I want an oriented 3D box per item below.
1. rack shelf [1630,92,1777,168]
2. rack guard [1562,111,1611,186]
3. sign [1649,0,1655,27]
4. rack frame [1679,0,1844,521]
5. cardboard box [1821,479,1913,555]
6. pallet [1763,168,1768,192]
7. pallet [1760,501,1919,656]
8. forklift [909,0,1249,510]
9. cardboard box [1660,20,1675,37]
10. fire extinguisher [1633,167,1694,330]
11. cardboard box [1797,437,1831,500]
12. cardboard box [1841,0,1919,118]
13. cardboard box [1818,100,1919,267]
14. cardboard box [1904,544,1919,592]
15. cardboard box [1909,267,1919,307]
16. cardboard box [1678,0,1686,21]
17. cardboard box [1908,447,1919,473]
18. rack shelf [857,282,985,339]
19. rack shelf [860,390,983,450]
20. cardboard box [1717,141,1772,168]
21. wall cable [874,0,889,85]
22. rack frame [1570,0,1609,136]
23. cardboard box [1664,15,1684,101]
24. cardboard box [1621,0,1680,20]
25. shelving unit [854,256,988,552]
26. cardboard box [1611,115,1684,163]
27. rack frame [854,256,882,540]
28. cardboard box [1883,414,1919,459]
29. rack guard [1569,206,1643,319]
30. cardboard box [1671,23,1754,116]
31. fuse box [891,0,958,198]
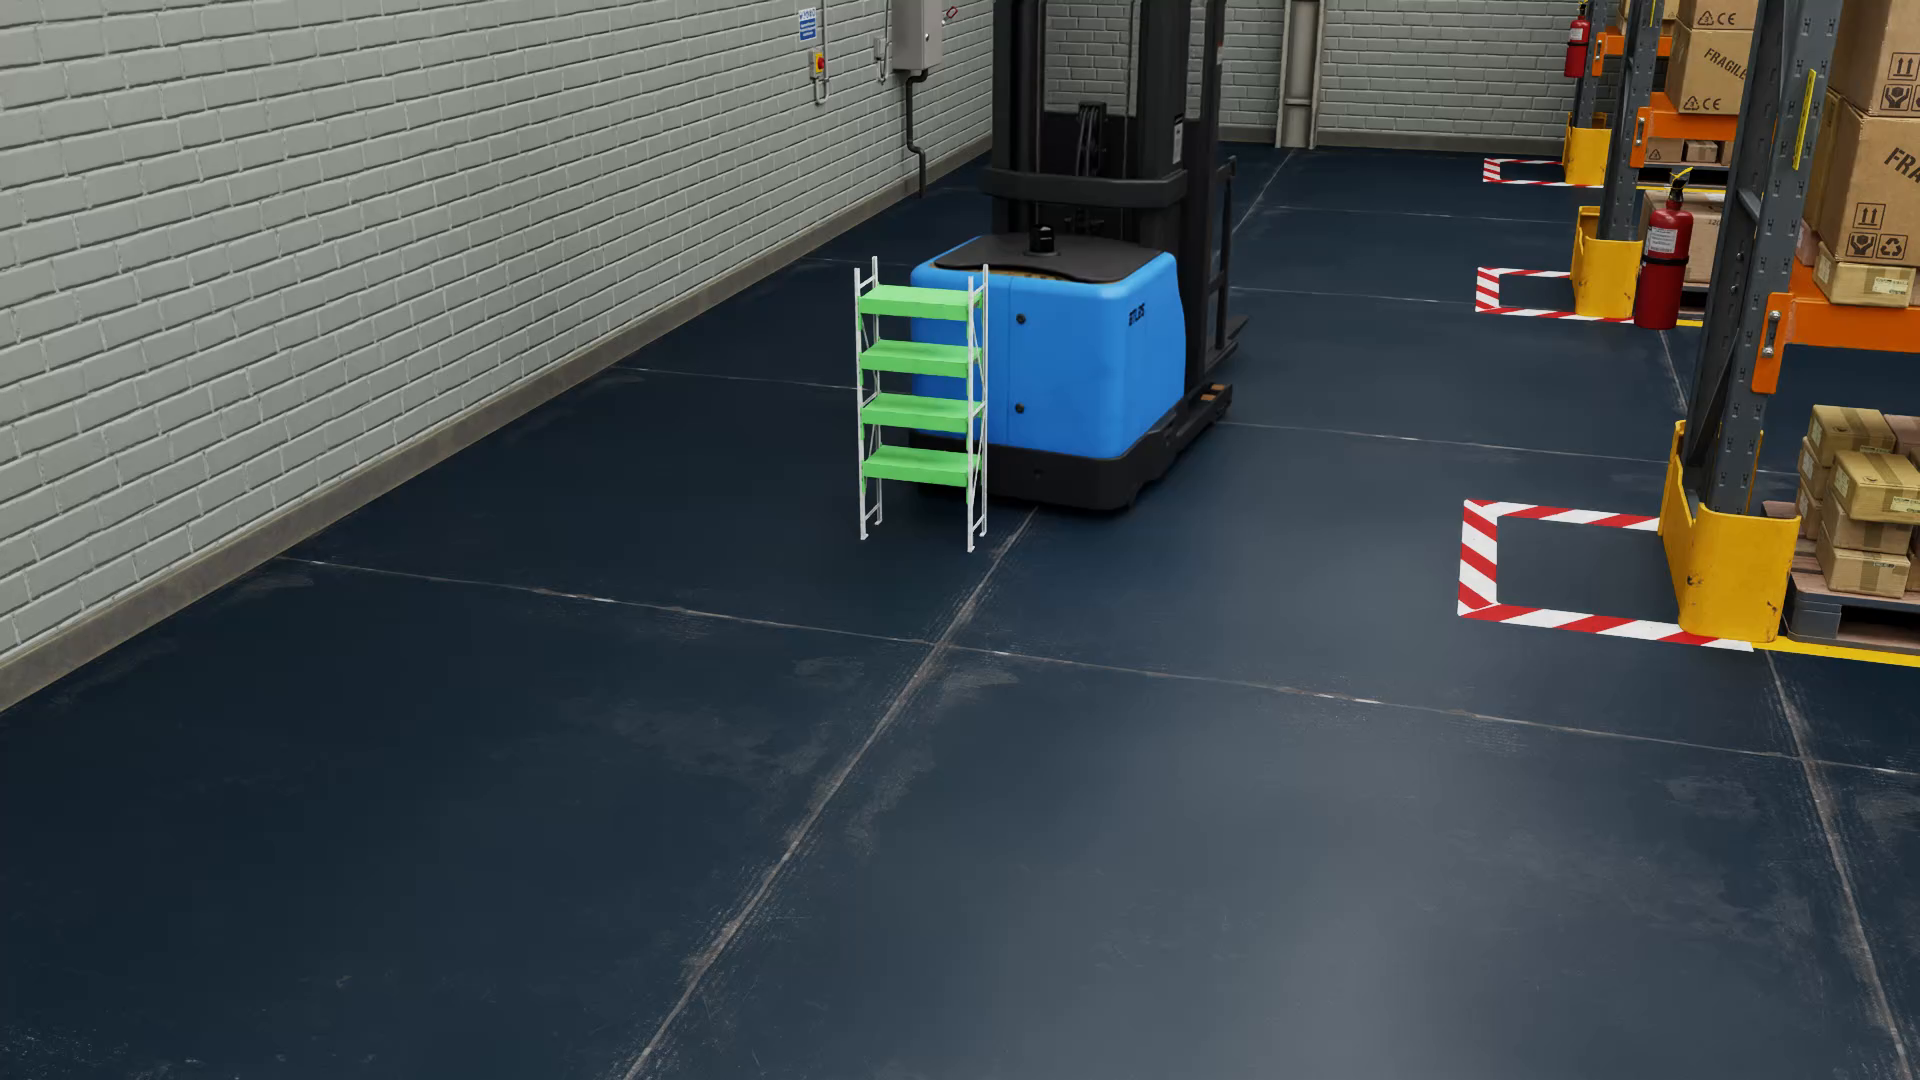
[{"bbox_3d":[6.280,-2.487,10.327,4.000,0.370,1.077,7,23,16],"label":"rack shelf"},{"bbox_3d":[5.869,-3.678,15.577,0.348,0.500,1.175,7,23,16],"label":"rack guard"},{"bbox_3d":[4.200,-3.275,10.056,0.005,0.325,0.100,7,23,16],"label":"sign"},{"bbox_3d":[3.033,-1.229,6.314,0.127,3.000,1.000,7,23,16],"label":"rack frame"},{"bbox_3d":[3.460,-0.091,6.351,0.250,0.149,0.380,8,23,18],"label":"cardboard box"},{"bbox_3d":[7.796,-3.322,15.092,1.213,0.211,1.003,7,23,16],"label":"pallet"},{"bbox_3d":[3.873,0.171,6.574,1.213,0.211,1.003,7,23,16],"label":"pallet"},{"bbox_3d":[0.813,-2.014,8.317,1.130,2.935,3.031,9,24,22],"label":"forklift"},{"bbox_3d":[6.288,-4.579,14.813,0.250,0.149,0.380,7,23,17],"label":"cardboard box"},{"bbox_3d":[2.925,-1.216,6.875,0.183,0.674,0.296,7,23,16],"label":"fire extinguisher"},{"bbox_3d":[3.620,-0.288,6.830,0.250,0.149,0.380,6,23,14],"label":"cardboard box"},{"bbox_3d":[3.386,-1.730,5.693,0.500,0.500,0.500,6,23,15],"label":"cardboard box"},{"bbox_3d":[3.383,-1.263,5.874,0.500,0.500,0.500,8,24,18],"label":"cardboard box"},{"bbox_3d":[3.716,0.068,6.354,0.250,0.149,0.380,6,23,15],"label":"cardboard box"},{"bbox_3d":[3.504,-0.945,5.953,0.250,0.149,0.380,7,23,17],"label":"cardboard box"},{"bbox_3d":[4.896,-3.581,10.599,0.500,0.500,0.500,7,23,17],"label":"cardboard box"},{"bbox_3d":[3.735,-0.212,6.254,0.250,0.149,0.380,7,23,16],"label":"cardboard box"},{"bbox_3d":[-0.158,-0.958,6.929,0.480,0.148,0.258,7,23,16],"label":"rack shelf"},{"bbox_3d":[-0.158,-0.514,7.111,0.480,0.148,0.258,7,23,16],"label":"rack shelf"},{"bbox_3d":[7.161,-3.671,15.007,0.500,0.500,0.700,8,23,18],"label":"cardboard box"},{"bbox_3d":[-0.641,-4.635,13.278,0.122,1.984,0.588,7,23,16],"label":"wall cable"},{"bbox_3d":[5.796,-4.842,15.123,0.127,3.000,1.000,7,23,16],"label":"rack frame"},{"bbox_3d":[4.904,-3.128,10.812,0.500,0.500,0.500,7,23,16],"label":"cardboard box"},{"bbox_3d":[6.152,-4.763,14.735,0.500,0.250,0.500,7,23,16],"label":"cardboard box"},{"bbox_3d":[-0.158,-0.573,7.087,0.503,1.200,0.258,7,23,16],"label":"shelving unit"},{"bbox_3d":[6.354,-3.780,15.269,0.637,0.503,0.797,6,23,13],"label":"cardboard box"},{"bbox_3d":[-0.392,-0.600,7.152,0.015,1.200,0.240,7,23,16],"label":"rack frame"},{"bbox_3d":[3.837,-0.365,6.627,0.250,0.149,0.380,7,23,17],"label":"cardboard box"},{"bbox_3d":[4.343,-1.885,11.206,0.348,0.500,1.175,7,23,16],"label":"rack guard"},{"bbox_3d":[4.742,-2.928,10.324,0.500,0.500,0.500,6,23,15],"label":"cardboard box"},{"bbox_3d":[-0.293,-3.799,14.278,0.414,1.711,0.539,7,23,16],"label":"fuse box"}]
